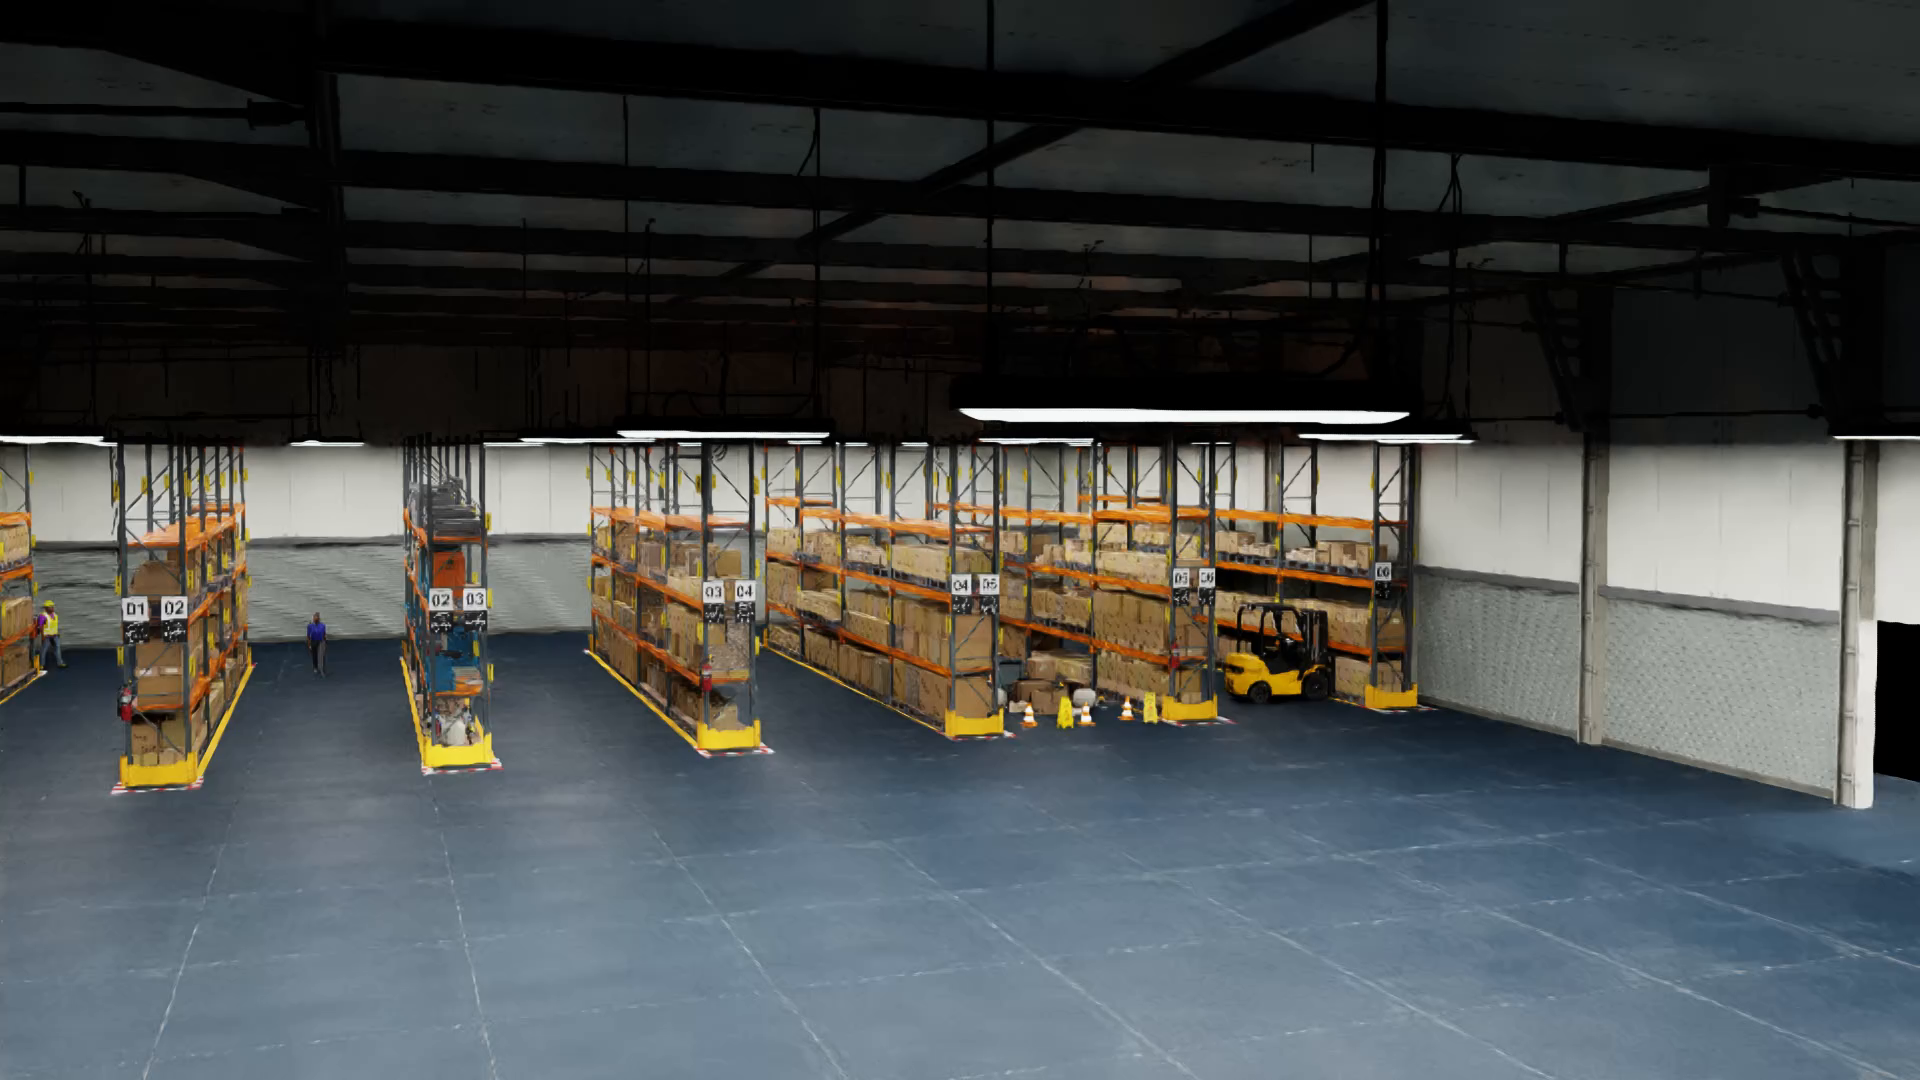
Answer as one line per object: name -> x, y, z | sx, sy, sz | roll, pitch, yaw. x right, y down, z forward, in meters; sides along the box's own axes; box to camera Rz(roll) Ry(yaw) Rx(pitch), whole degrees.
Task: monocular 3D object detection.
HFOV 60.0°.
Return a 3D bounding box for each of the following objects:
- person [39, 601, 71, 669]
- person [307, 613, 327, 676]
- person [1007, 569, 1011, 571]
person -> -23.542, 2.443, 43.070 | 0.532, 1.759, 0.731 | 1, 3, 16
person -> -16.173, 2.610, 41.800 | 0.447, 1.560, 1.088 | -1, 3, -18
person -> 1.706, 1.809, 55.600 | 0.573, 1.639, 0.491 | 2, 4, 35
